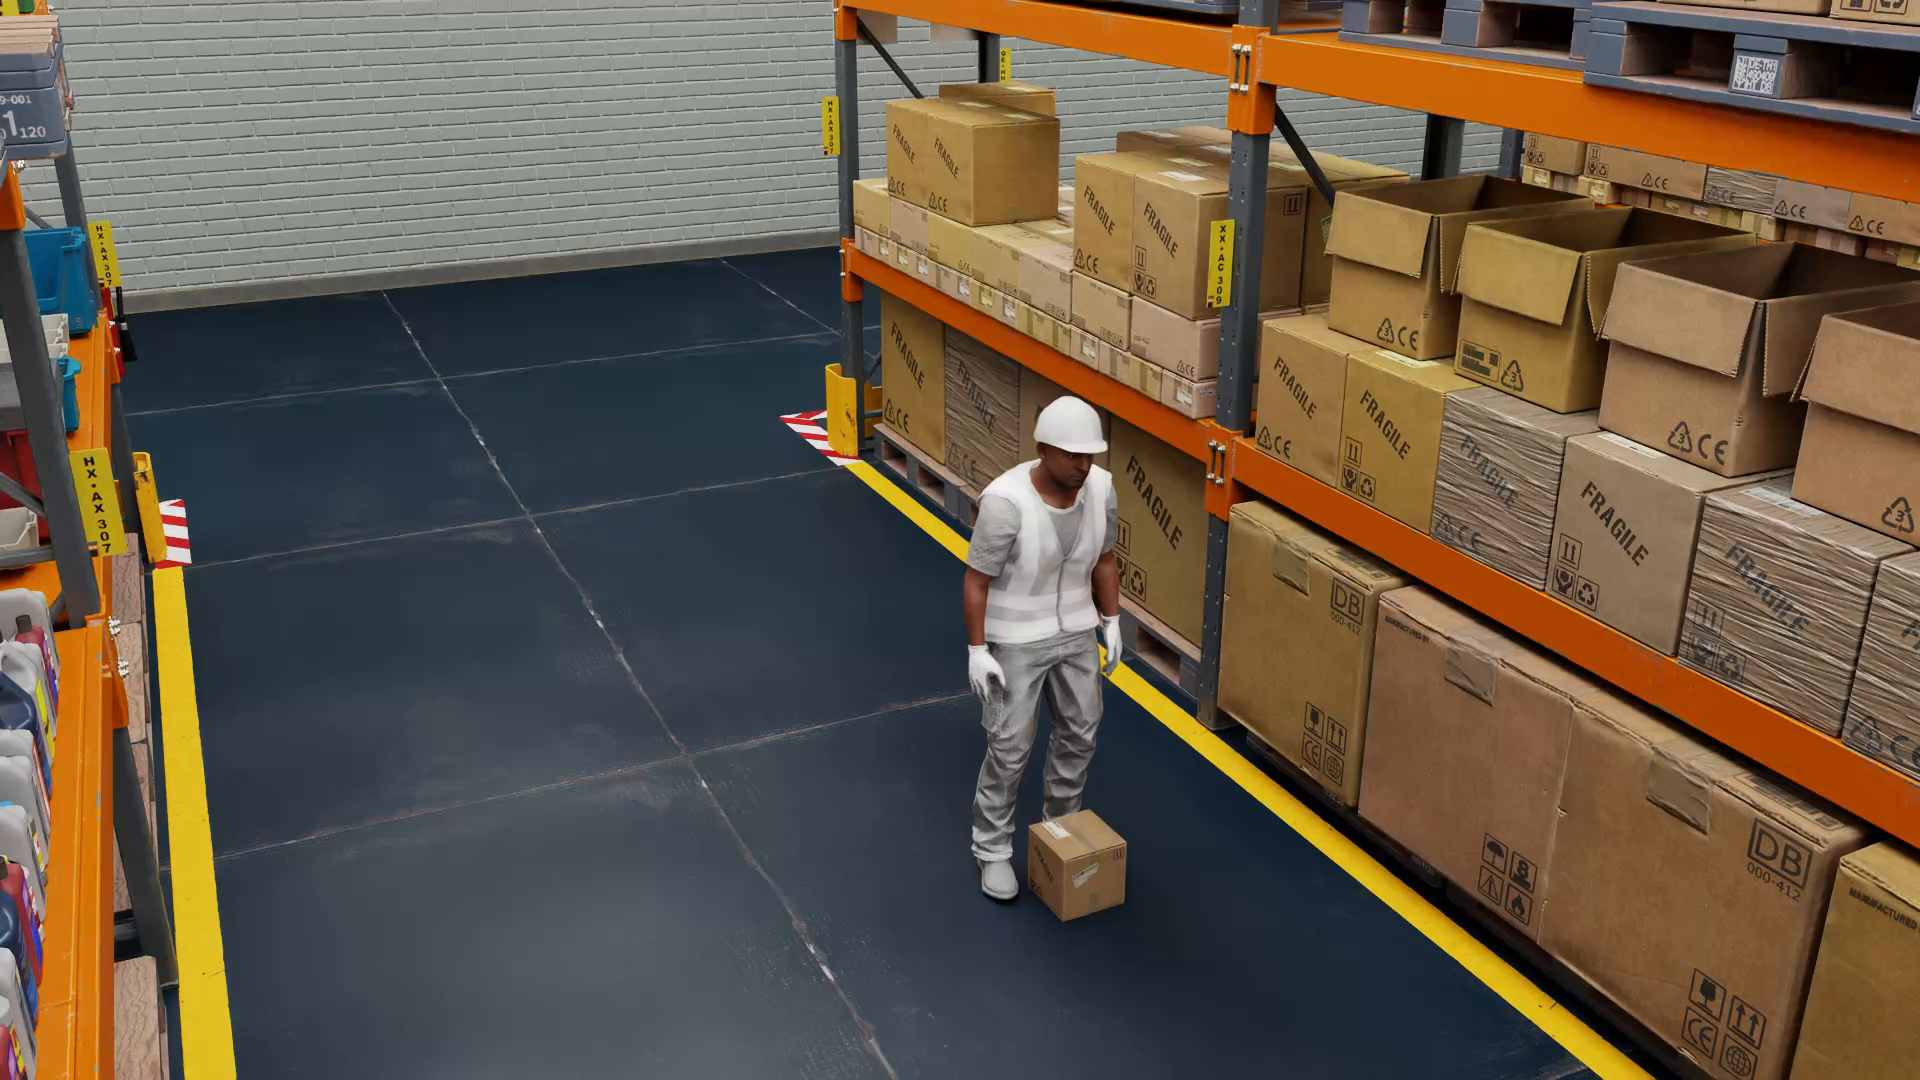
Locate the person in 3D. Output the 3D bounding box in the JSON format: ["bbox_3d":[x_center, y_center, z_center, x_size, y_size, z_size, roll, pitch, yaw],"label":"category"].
[{"bbox_3d":[0.296,0.352,5.703,0.615,1.772,0.452,-11,25,-26],"label":"person"}]
